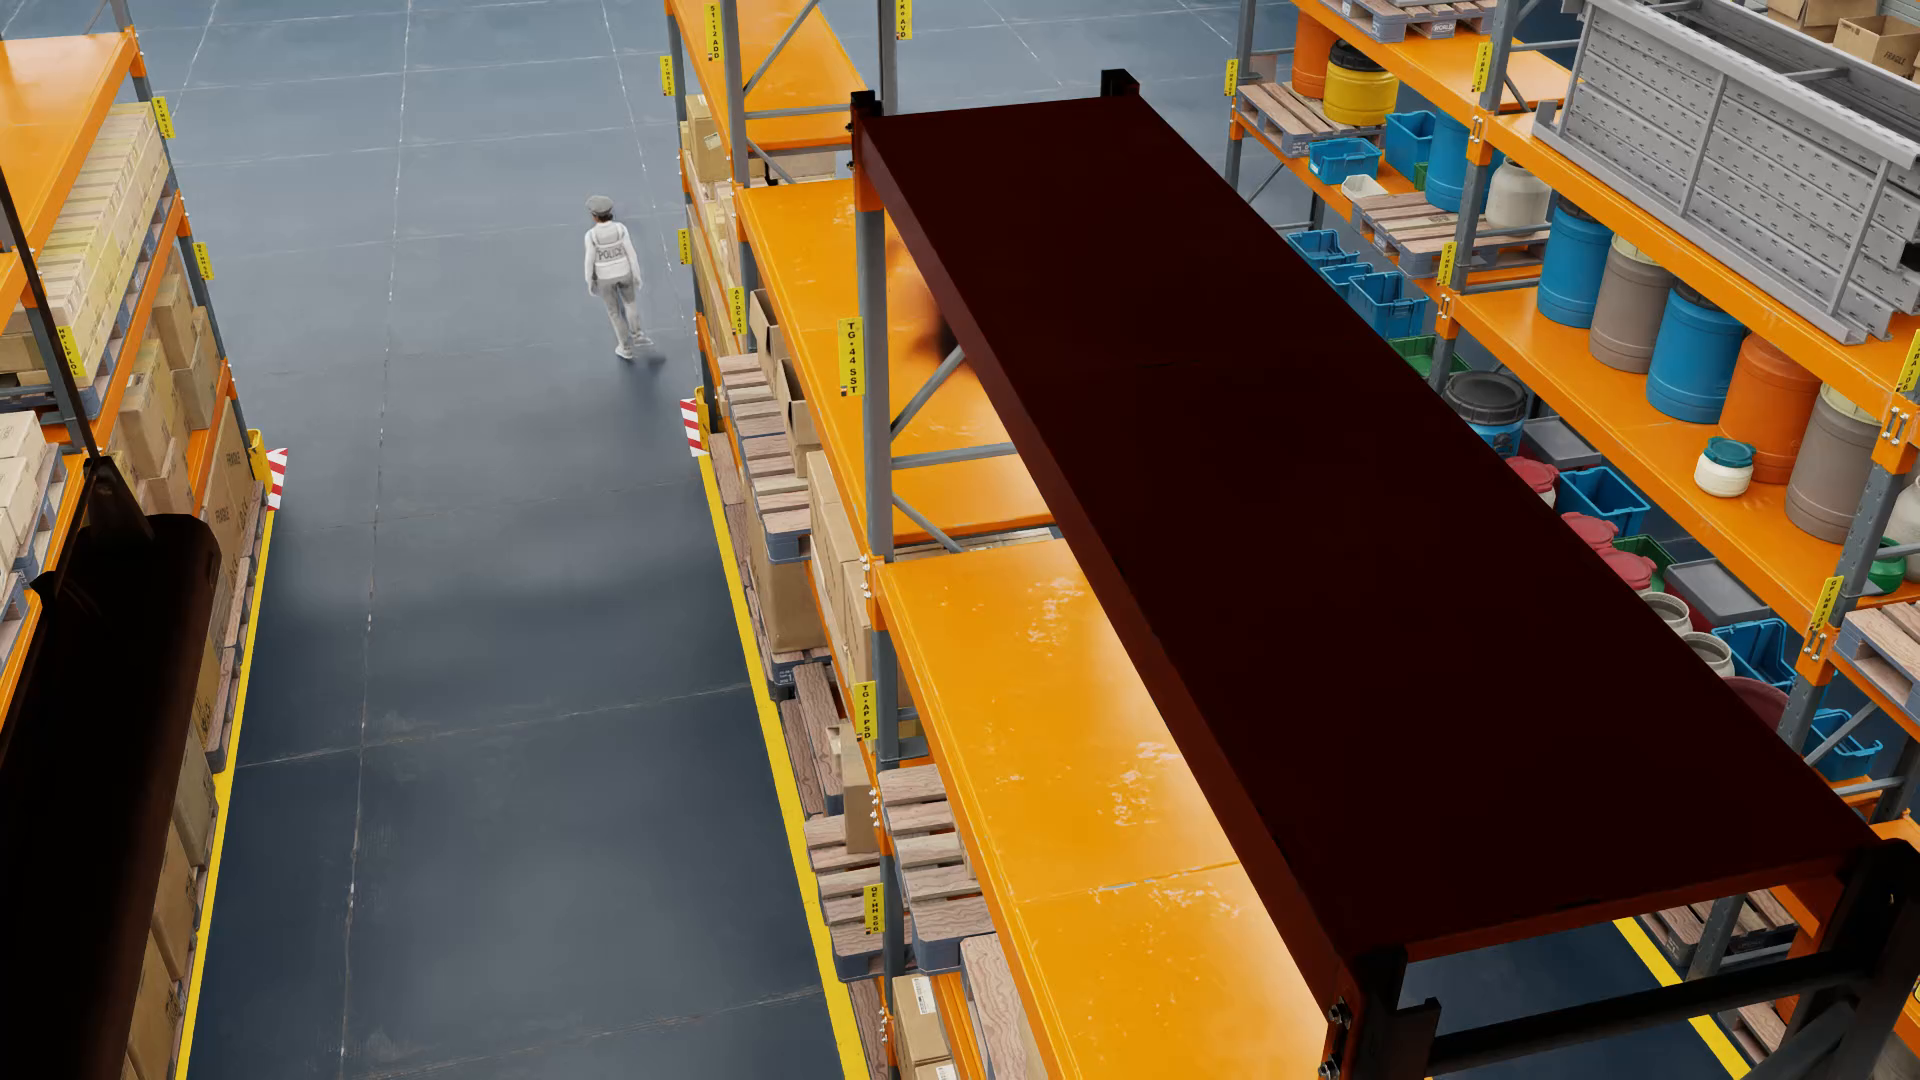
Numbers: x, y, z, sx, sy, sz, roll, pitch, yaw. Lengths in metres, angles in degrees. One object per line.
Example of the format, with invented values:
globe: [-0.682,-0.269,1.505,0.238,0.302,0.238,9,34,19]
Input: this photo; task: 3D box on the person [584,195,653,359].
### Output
person: [-3.393,-2.571,16.357,0.562,1.665,0.442,-21,40,-28]
